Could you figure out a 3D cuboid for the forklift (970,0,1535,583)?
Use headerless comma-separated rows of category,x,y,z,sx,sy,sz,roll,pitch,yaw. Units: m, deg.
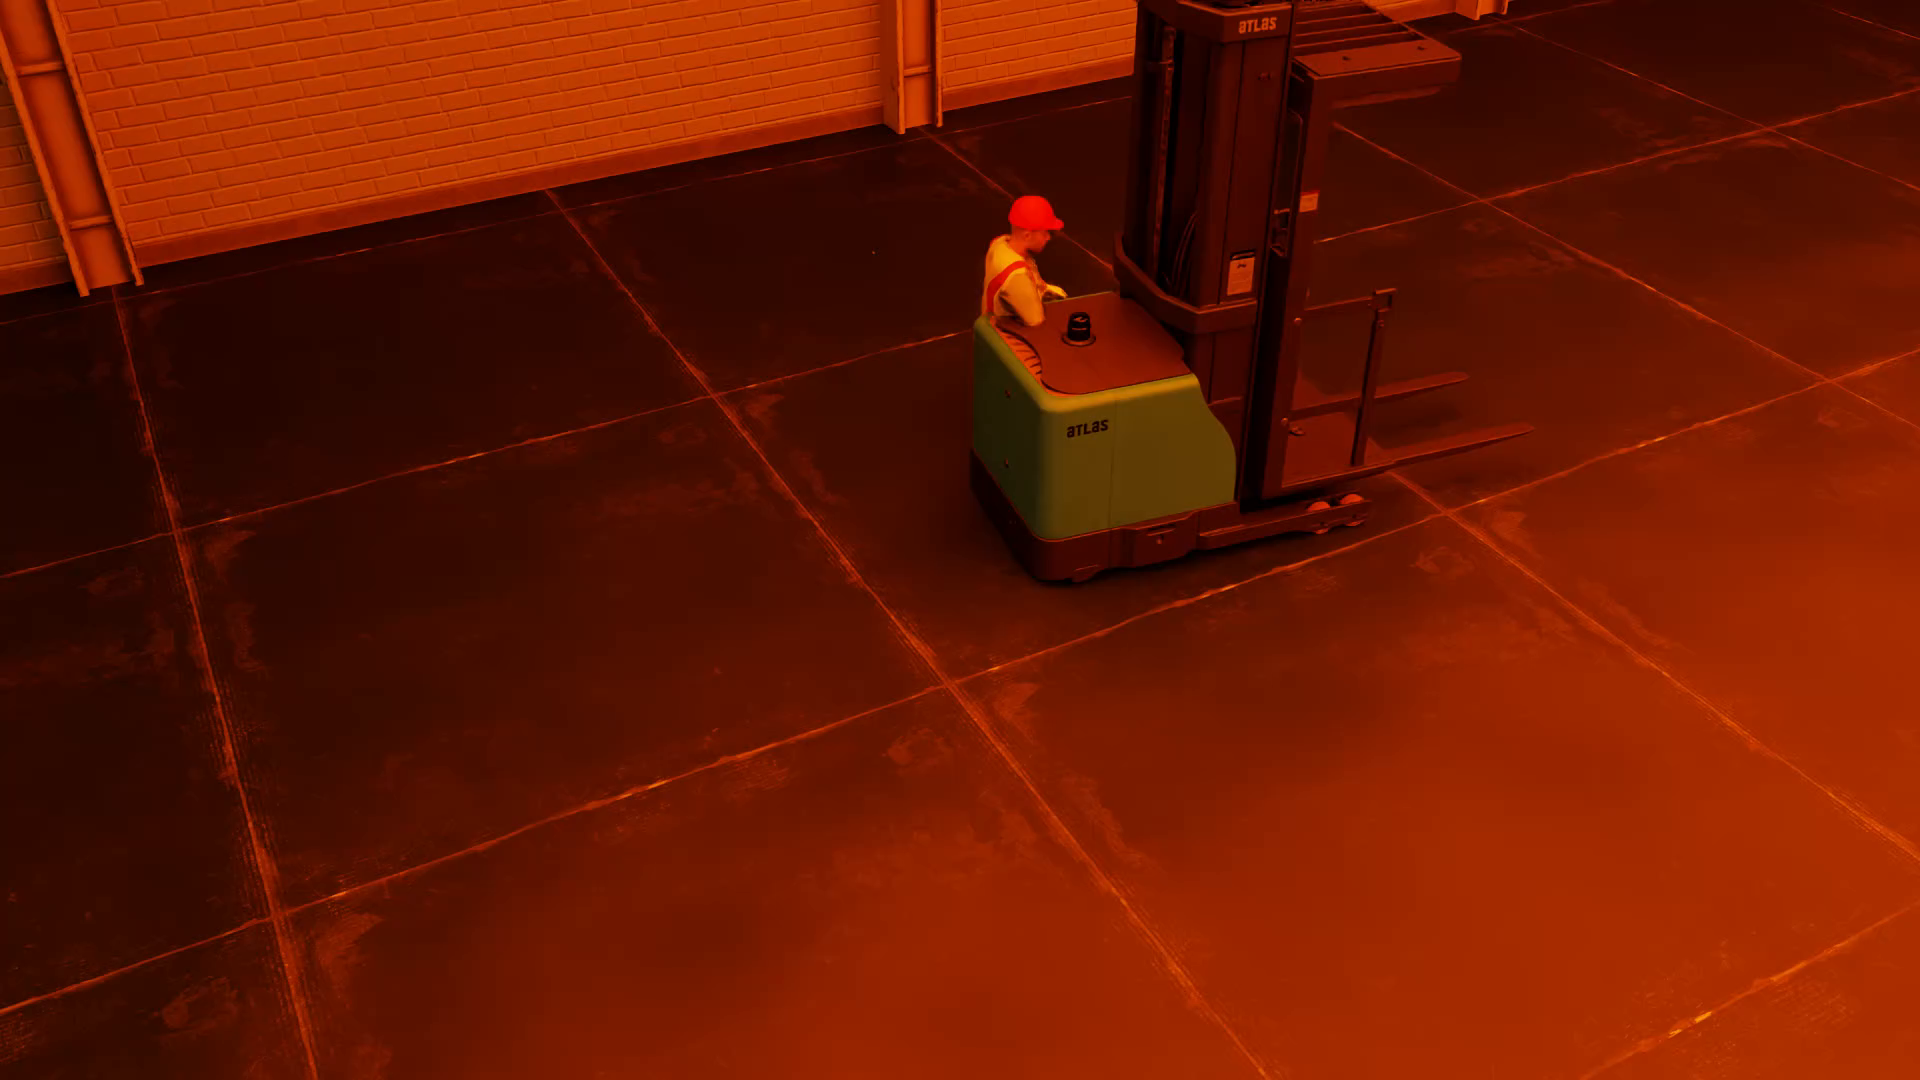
forklift,1.627,-1.505,8.252,3.031,2.935,1.130,-12,37,-16

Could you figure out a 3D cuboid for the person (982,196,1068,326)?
person,0.443,-1.038,8.710,0.661,1.661,0.901,-1,35,-1
